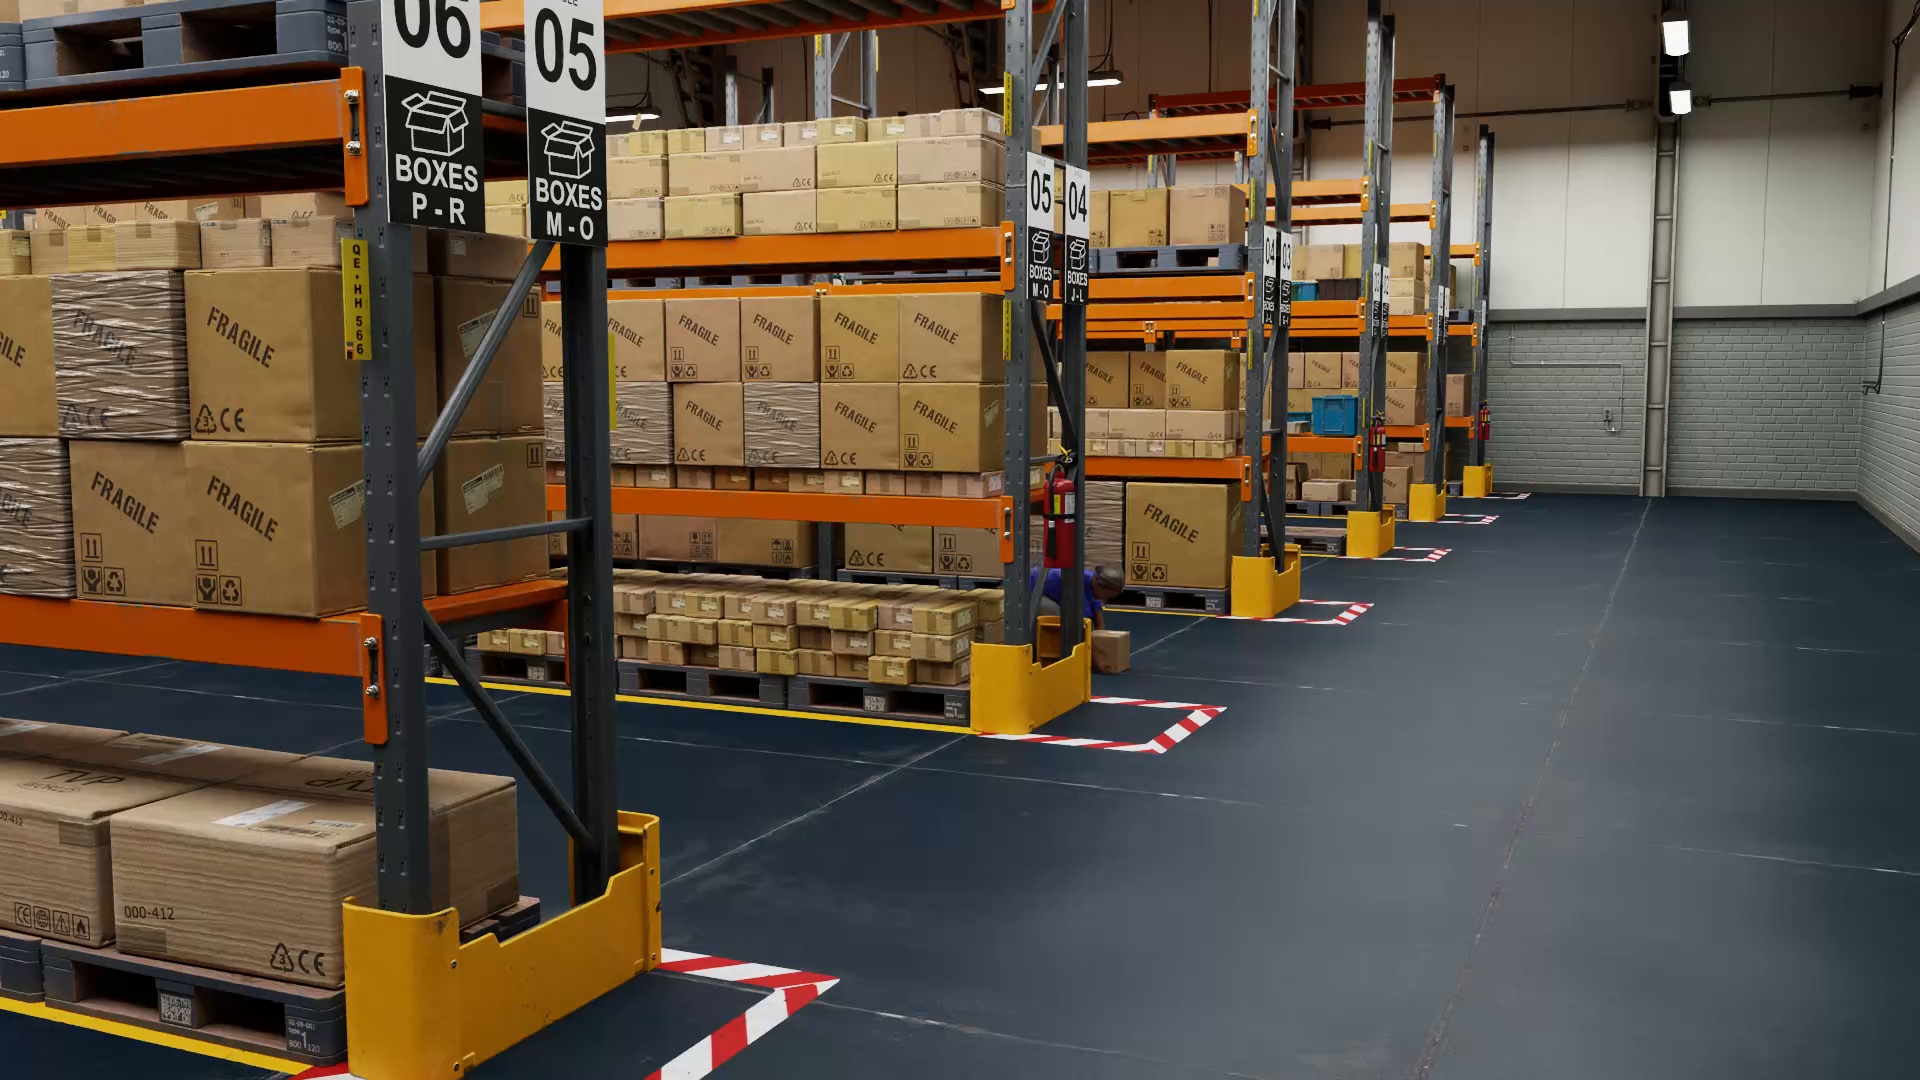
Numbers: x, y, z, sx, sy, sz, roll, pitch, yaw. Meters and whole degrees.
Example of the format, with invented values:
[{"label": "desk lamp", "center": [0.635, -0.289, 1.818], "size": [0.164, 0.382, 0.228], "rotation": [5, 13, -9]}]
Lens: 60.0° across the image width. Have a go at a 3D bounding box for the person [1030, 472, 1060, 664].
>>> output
[{"label": "person", "center": [0.581, 0.046, 11.395], "size": [0.520, 1.645, 0.449], "rotation": [3, 6, 24]}]
